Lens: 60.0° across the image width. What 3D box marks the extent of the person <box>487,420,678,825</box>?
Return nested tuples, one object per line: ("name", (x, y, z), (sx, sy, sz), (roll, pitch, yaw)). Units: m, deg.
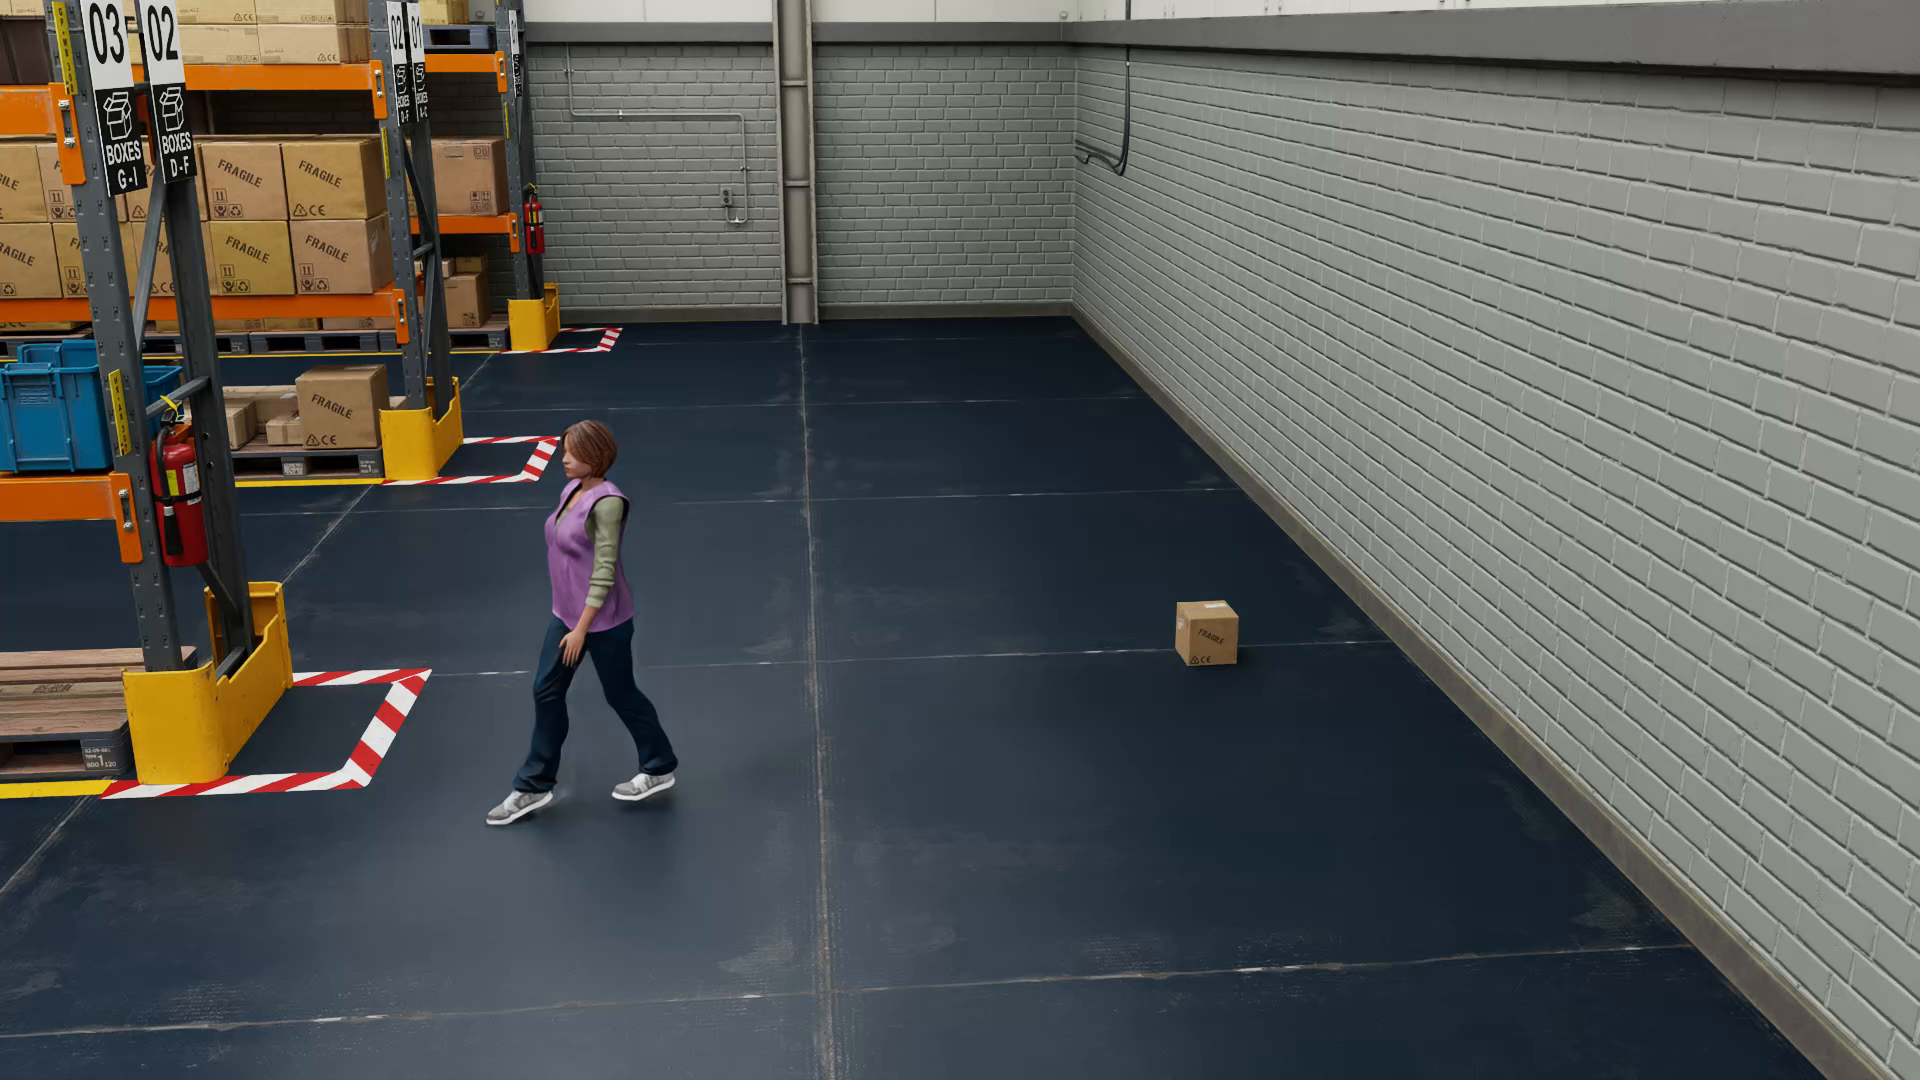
("person", (-1.490, 0.331, 6.472), (0.750, 1.599, 0.454), (-12, 21, -35))
